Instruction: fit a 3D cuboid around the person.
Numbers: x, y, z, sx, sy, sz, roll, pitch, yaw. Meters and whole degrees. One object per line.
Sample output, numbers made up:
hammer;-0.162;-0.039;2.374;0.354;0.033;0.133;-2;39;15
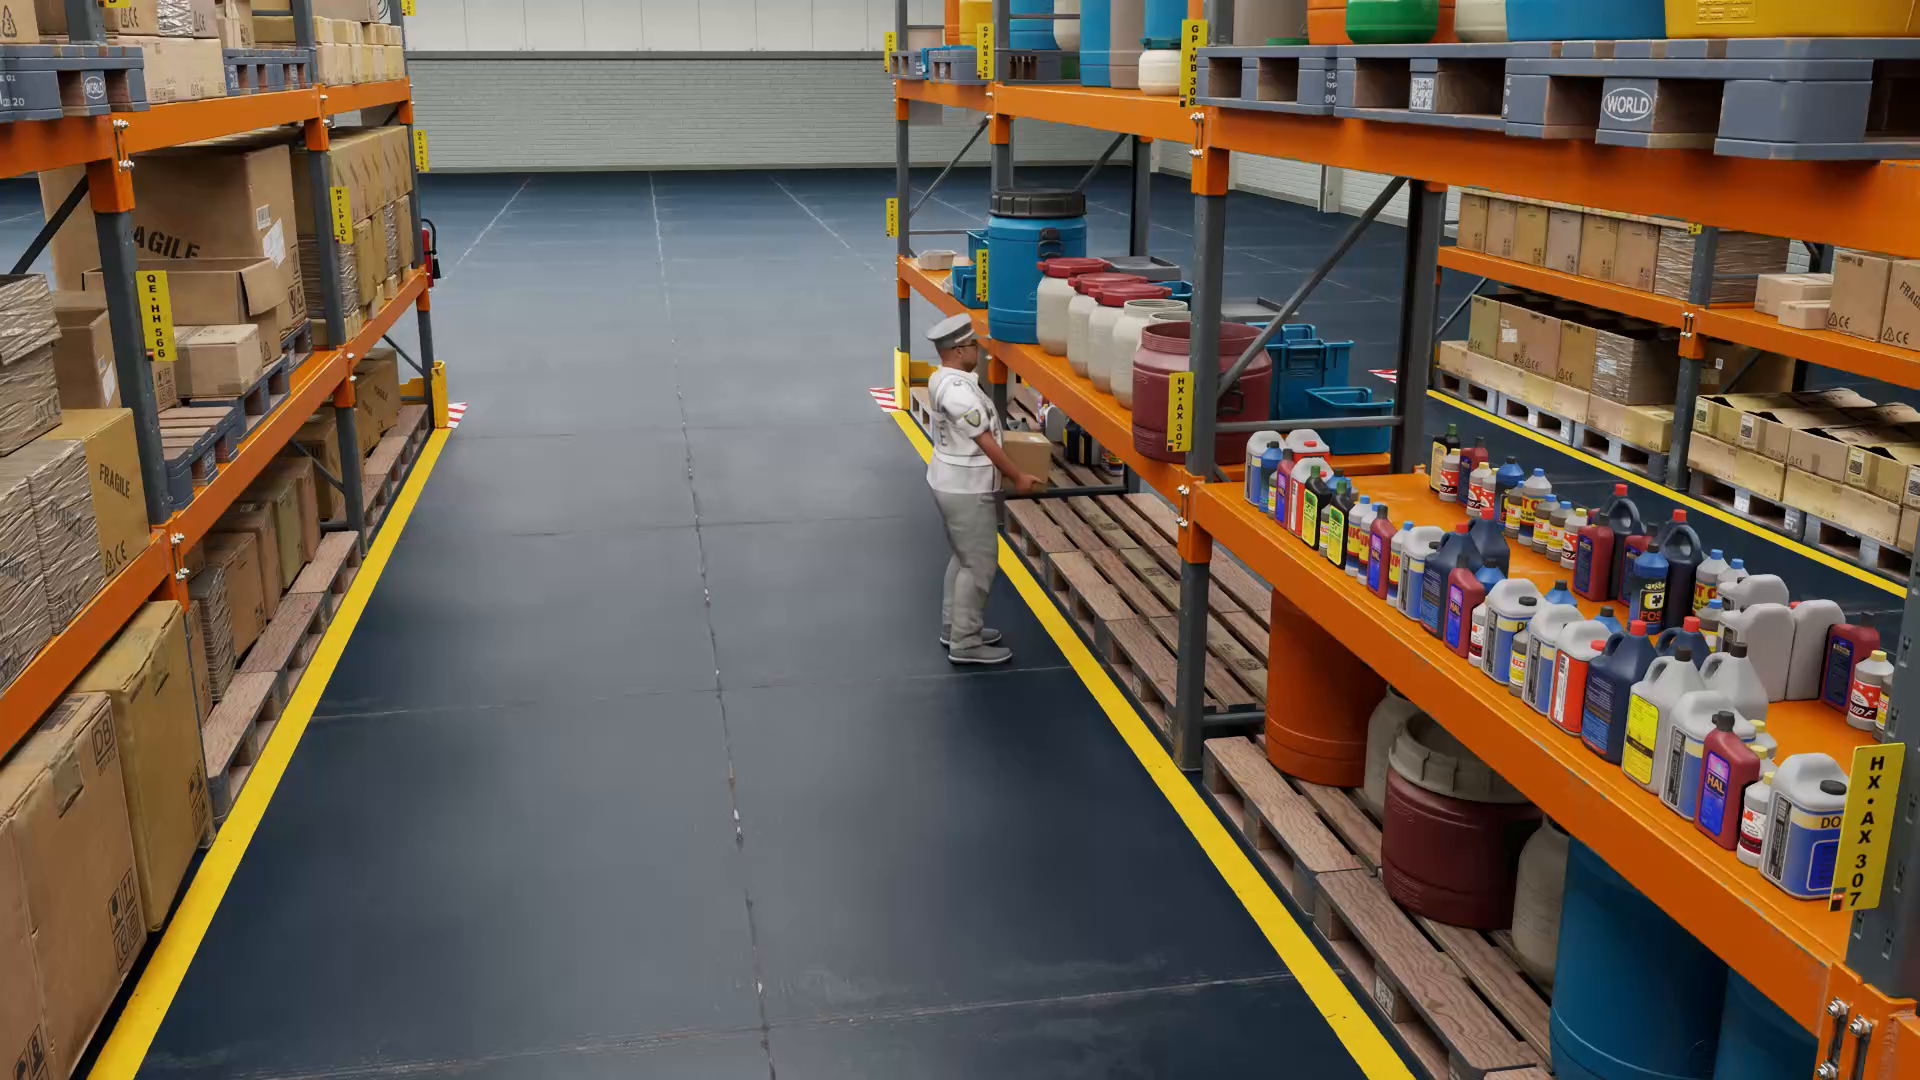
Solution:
person;0.116;-0.272;8.429;0.567;1.766;0.494;-3;16;-9
